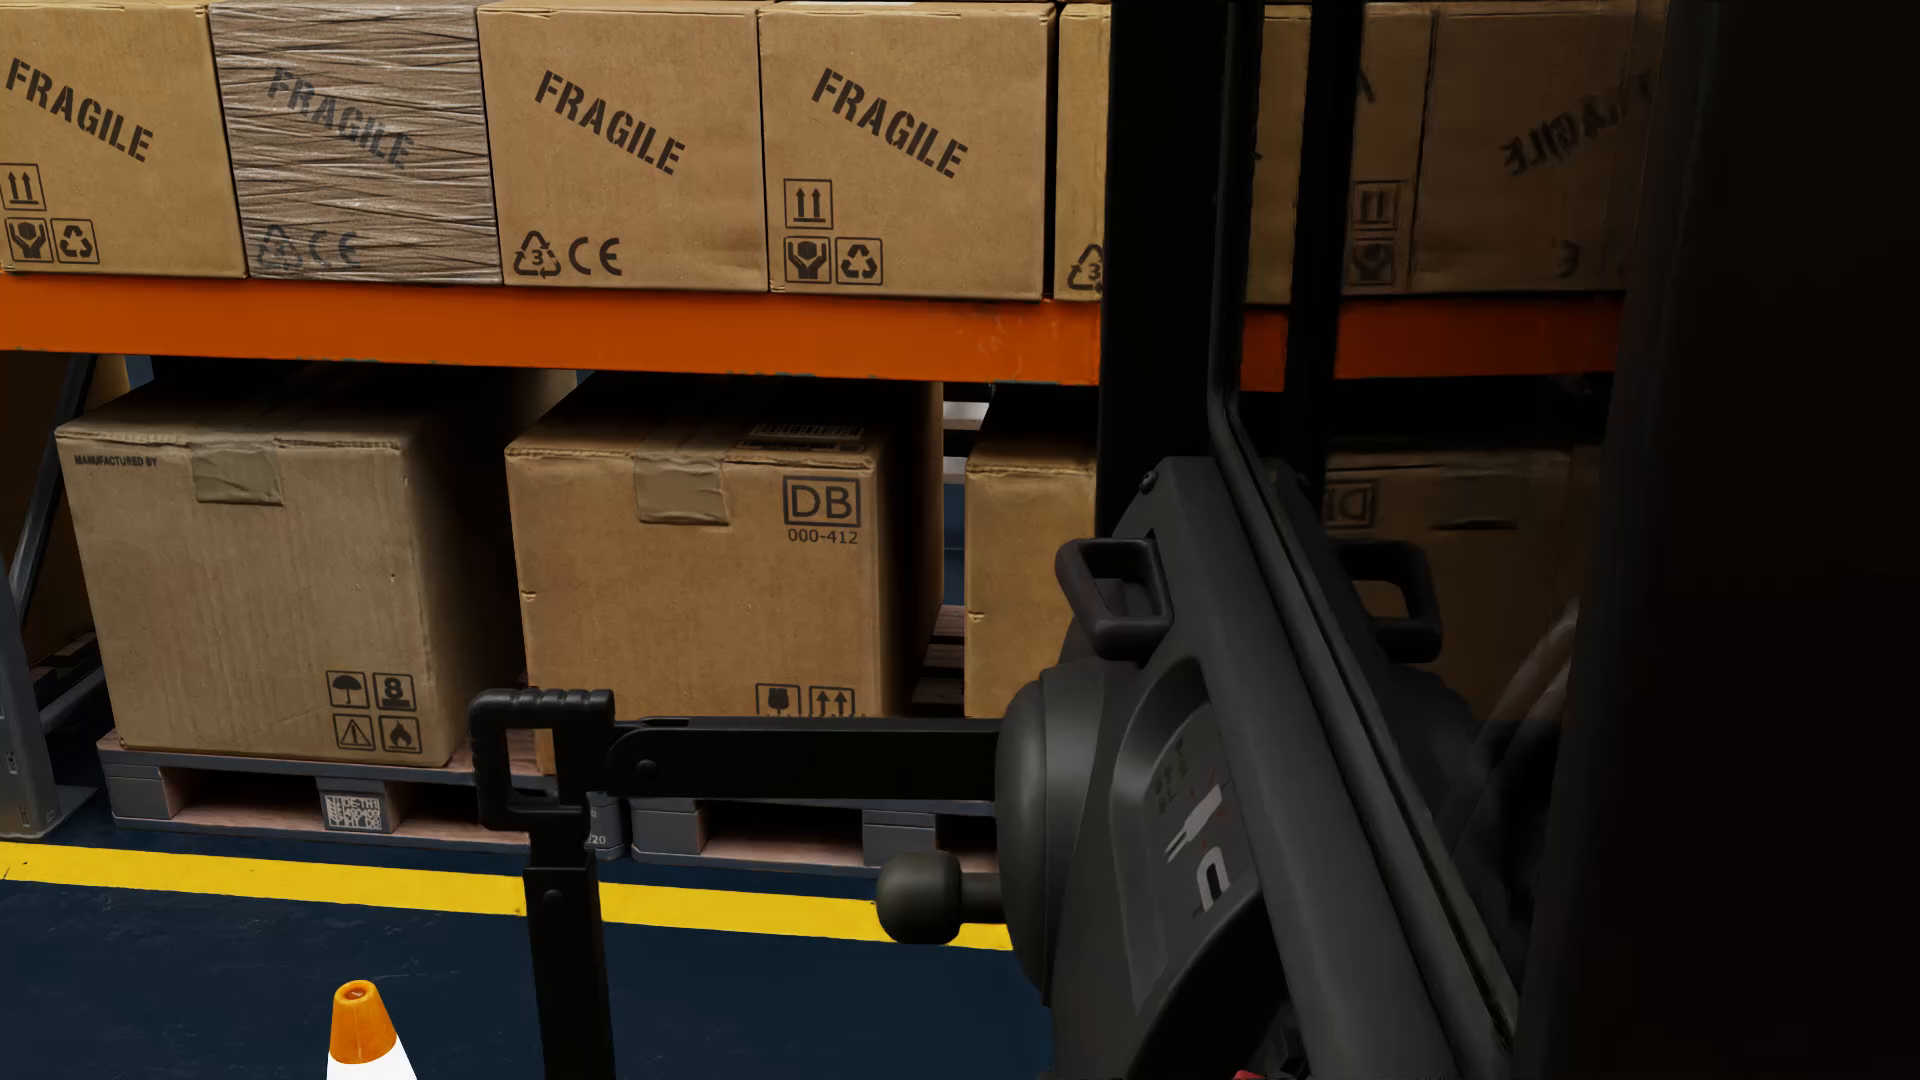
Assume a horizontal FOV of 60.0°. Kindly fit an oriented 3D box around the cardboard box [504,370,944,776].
[{"bbox_3d":[-0.476,-0.013,3.881,0.750,0.750,1.050,2,22,6],"label":"cardboard box"}]

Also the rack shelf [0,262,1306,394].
[{"bbox_3d":[-0.074,-0.480,3.552,4.000,0.370,1.077,2,22,6],"label":"rack shelf"}]

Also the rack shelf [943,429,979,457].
[{"bbox_3d":[0.008,-0.303,5.319,0.200,0.077,0.258,2,22,6],"label":"rack shelf"}]

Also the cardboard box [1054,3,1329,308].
[{"bbox_3d":[0.441,-0.740,3.095,0.500,0.500,0.500,2,22,5],"label":"cardboard box"}]

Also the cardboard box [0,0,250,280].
[{"bbox_3d":[-1.570,-0.826,3.314,0.500,0.500,0.500,3,22,7],"label":"cardboard box"}]

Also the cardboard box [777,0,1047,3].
[{"bbox_3d":[-0.053,-1.327,3.221,0.500,0.500,0.700,2,22,6],"label":"cardboard box"}]

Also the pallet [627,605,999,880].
[{"bbox_3d":[-0.070,0.454,4.005,1.213,0.211,1.003,2,22,6],"label":"pallet"}]

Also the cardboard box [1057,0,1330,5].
[{"bbox_3d":[0.455,-1.305,3.165,0.500,0.500,0.700,2,22,5],"label":"cardboard box"}]

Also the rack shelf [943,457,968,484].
[{"bbox_3d":[0.008,-0.220,5.352,0.200,0.077,0.258,2,22,6],"label":"rack shelf"}]

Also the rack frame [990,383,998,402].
[{"bbox_3d":[0.109,-0.414,5.262,0.006,0.900,0.240,2,22,6],"label":"rack frame"}]

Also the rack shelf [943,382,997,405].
[{"bbox_3d":[0.008,-0.471,5.253,0.200,0.077,0.258,2,22,6],"label":"rack shelf"}]

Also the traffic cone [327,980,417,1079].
[{"bbox_3d":[-0.906,0.888,2.564,0.334,0.463,0.336,2,22,6],"label":"traffic cone"}]

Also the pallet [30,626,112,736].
[{"bbox_3d":[-2.806,0.334,4.307,1.213,0.211,1.003,2,22,6],"label":"pallet"}]

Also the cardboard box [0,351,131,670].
[{"bbox_3d":[-2.677,-0.161,4.086,0.875,0.875,0.875,3,22,7],"label":"cardboard box"}]

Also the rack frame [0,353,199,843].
[{"bbox_3d":[-2.060,-0.901,3.639,0.127,3.000,1.000,2,22,6],"label":"rack frame"}]

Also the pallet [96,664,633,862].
[{"bbox_3d":[-1.285,0.402,4.137,1.213,0.211,1.003,2,22,6],"label":"pallet"}]

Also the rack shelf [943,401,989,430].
[{"bbox_3d":[0.008,-0.387,5.286,0.200,0.077,0.258,2,22,6],"label":"rack shelf"}]

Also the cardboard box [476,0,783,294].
[{"bbox_3d":[-0.572,-0.782,3.203,0.500,0.500,0.500,2,22,6],"label":"cardboard box"}]

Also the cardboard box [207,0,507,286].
[{"bbox_3d":[-1.068,-0.805,3.260,0.500,0.500,0.500,3,22,7],"label":"cardboard box"}]

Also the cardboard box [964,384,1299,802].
[{"bbox_3d":[0.449,0.027,3.780,0.750,0.750,1.050,3,22,7],"label":"cardboard box"}]

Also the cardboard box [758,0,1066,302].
[{"bbox_3d":[-0.068,-0.760,3.147,0.500,0.500,0.500,3,22,7],"label":"cardboard box"}]

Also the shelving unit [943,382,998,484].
[{"bbox_3d":[0.008,-0.418,5.273,0.210,0.900,0.258,2,22,6],"label":"shelving unit"}]

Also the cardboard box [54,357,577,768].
[{"bbox_3d":[-1.433,-0.056,3.990,0.750,0.750,1.050,2,22,6],"label":"cardboard box"}]
